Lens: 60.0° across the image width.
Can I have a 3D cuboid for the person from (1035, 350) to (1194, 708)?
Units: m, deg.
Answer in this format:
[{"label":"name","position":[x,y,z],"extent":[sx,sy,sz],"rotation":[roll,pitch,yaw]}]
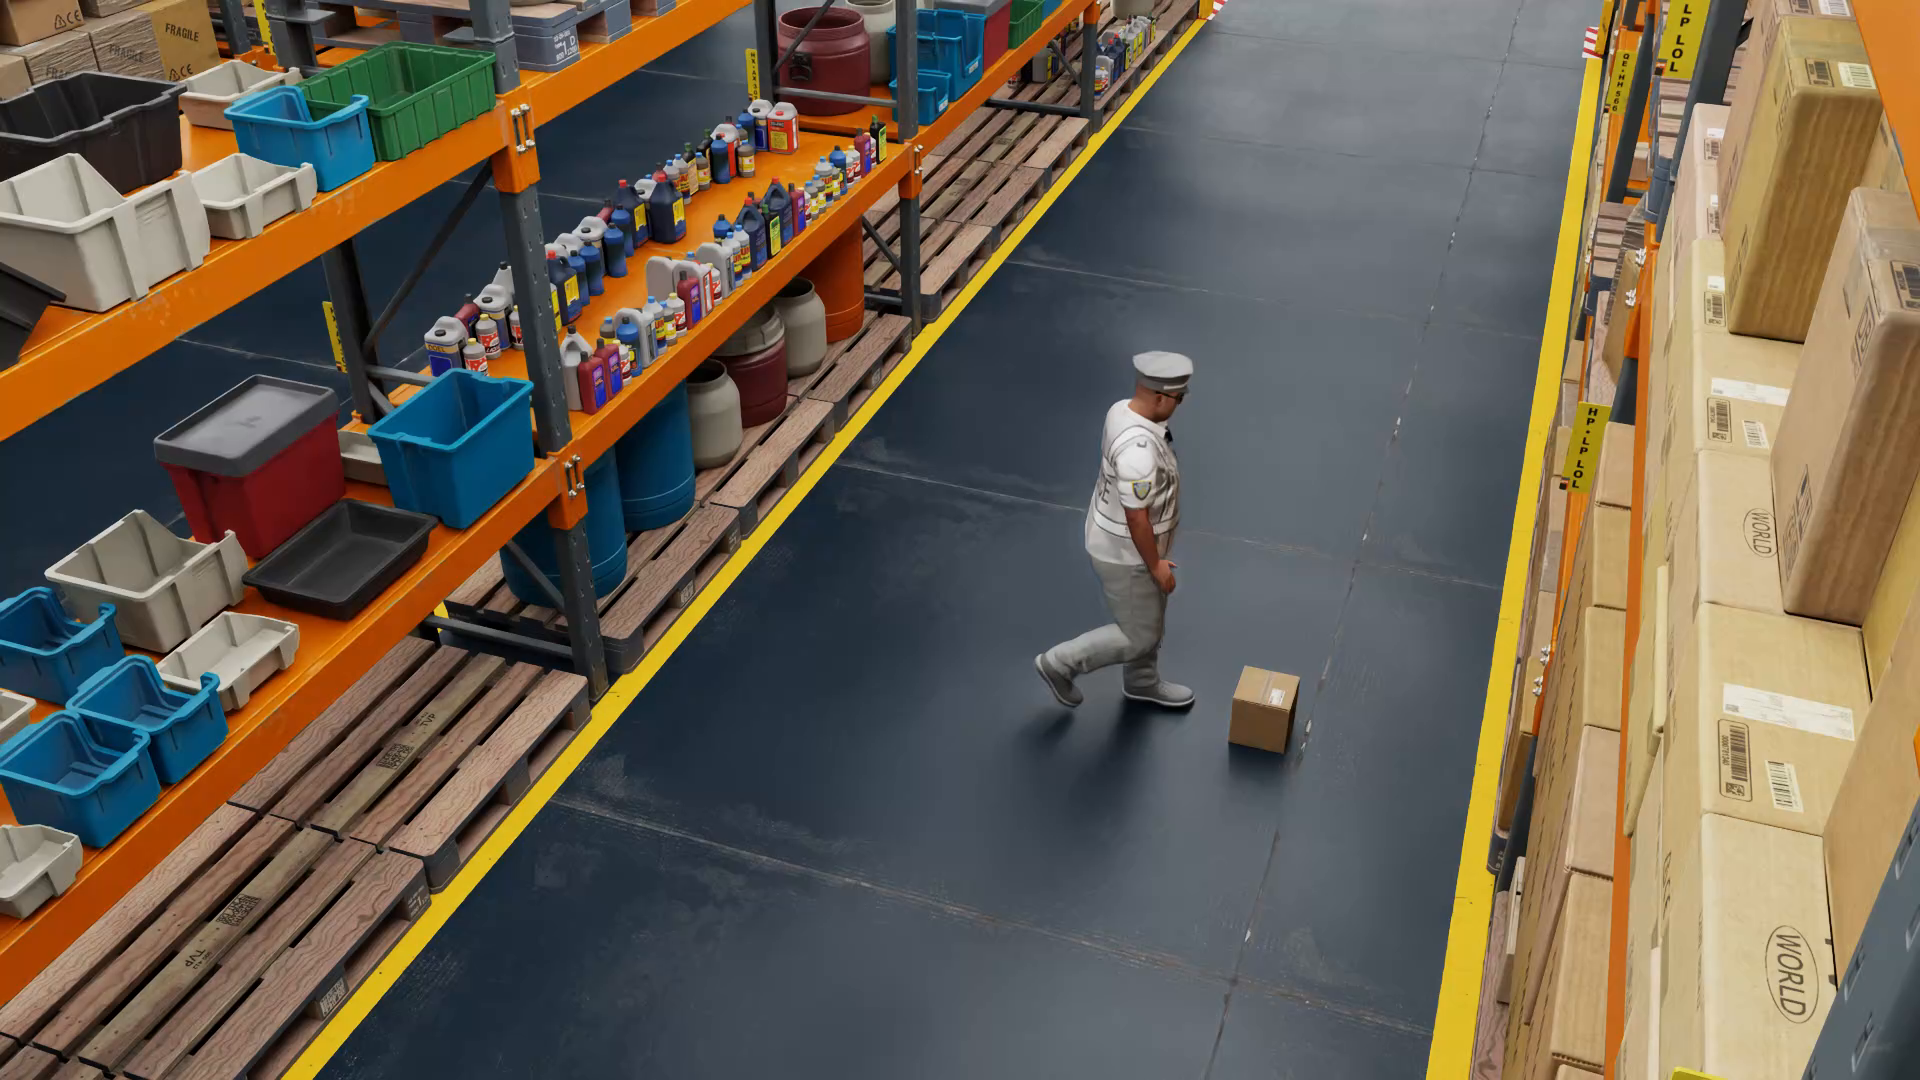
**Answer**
[{"label":"person","position":[0.702,0.008,7.105],"extent":[0.725,1.735,0.548],"rotation":[3,33,4]}]
